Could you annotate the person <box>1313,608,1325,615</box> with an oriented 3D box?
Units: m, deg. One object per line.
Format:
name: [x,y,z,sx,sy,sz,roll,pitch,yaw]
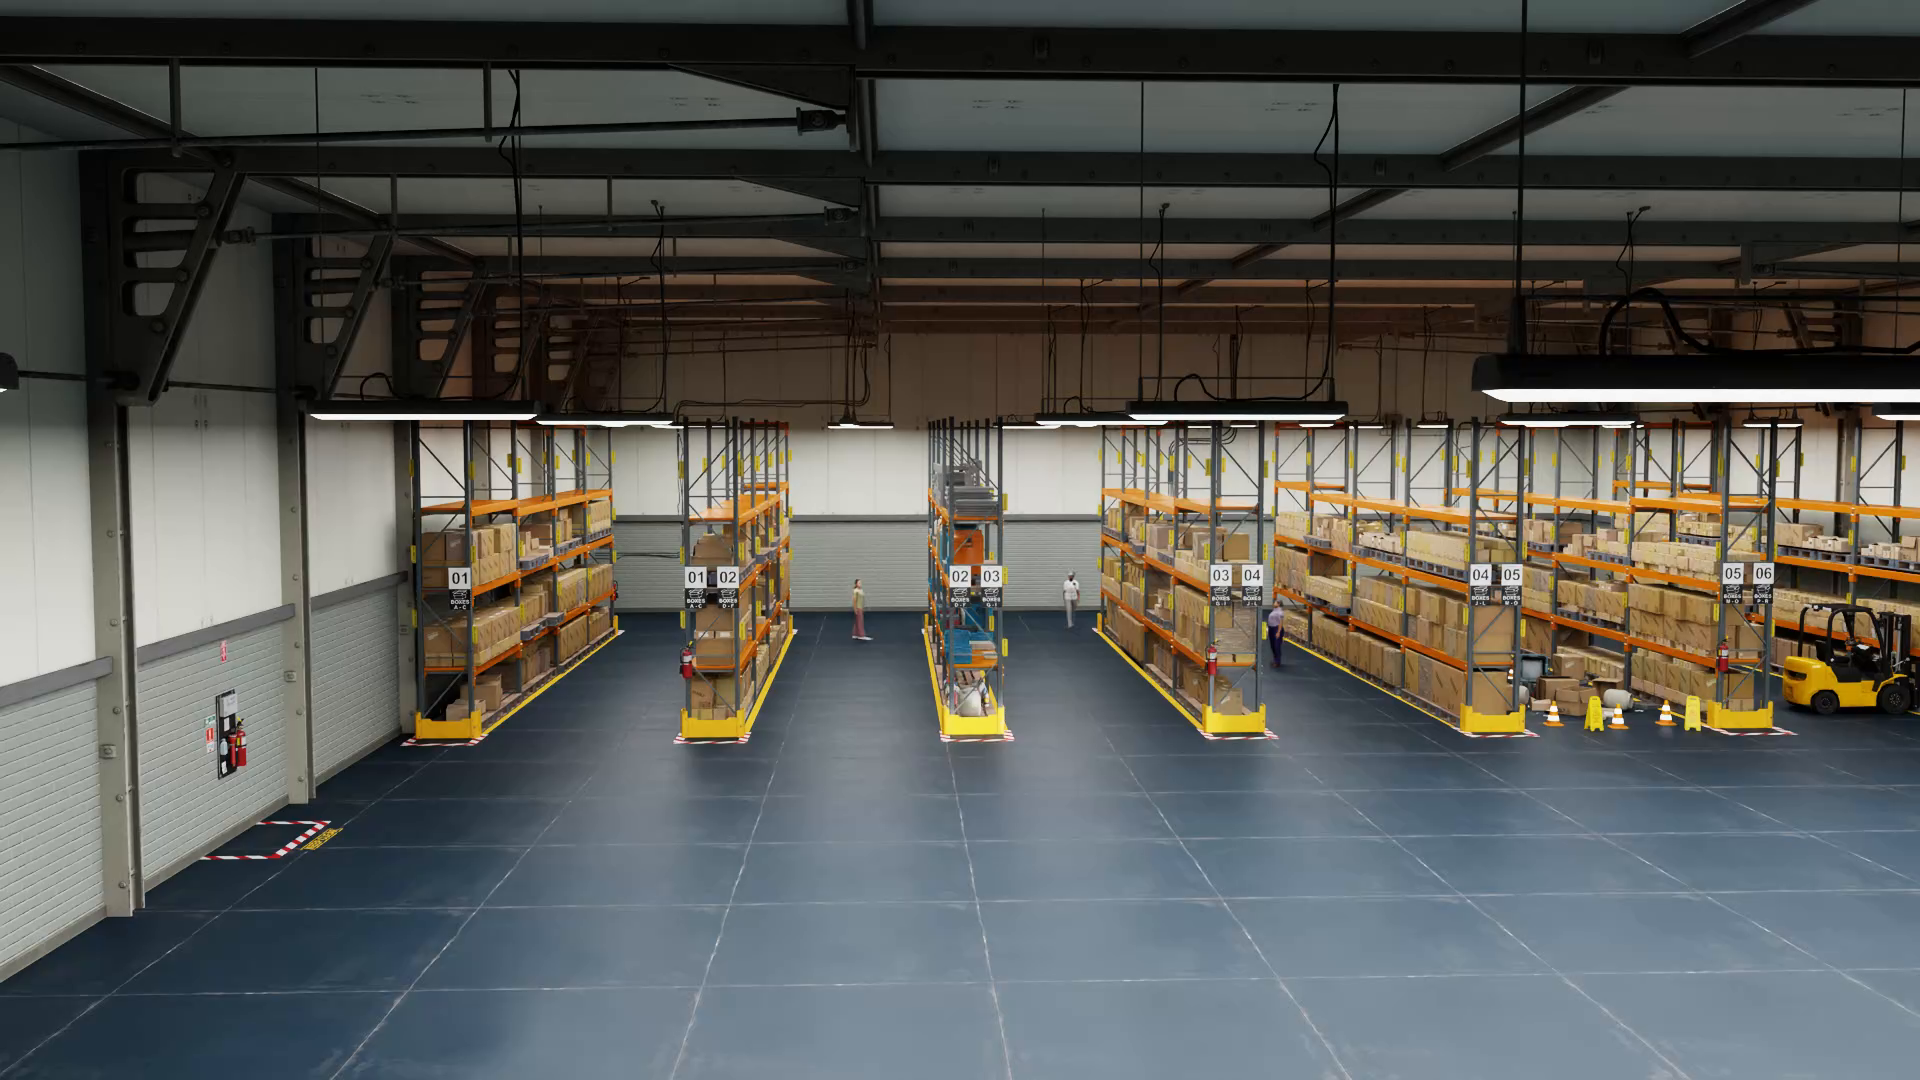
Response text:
person: [10.444,1.716,48.840,0.837,1.618,0.564,0,4,0]

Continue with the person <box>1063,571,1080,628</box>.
person: [3.247,1.721,48.426,0.448,1.637,0.991,-1,4,-10]

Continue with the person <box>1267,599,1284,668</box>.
person: [7.692,2.268,40.592,0.502,1.664,0.491,-2,4,-32]

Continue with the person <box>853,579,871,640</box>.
person: [-2.688,1.910,45.745,0.569,1.673,0.484,1,4,17]
